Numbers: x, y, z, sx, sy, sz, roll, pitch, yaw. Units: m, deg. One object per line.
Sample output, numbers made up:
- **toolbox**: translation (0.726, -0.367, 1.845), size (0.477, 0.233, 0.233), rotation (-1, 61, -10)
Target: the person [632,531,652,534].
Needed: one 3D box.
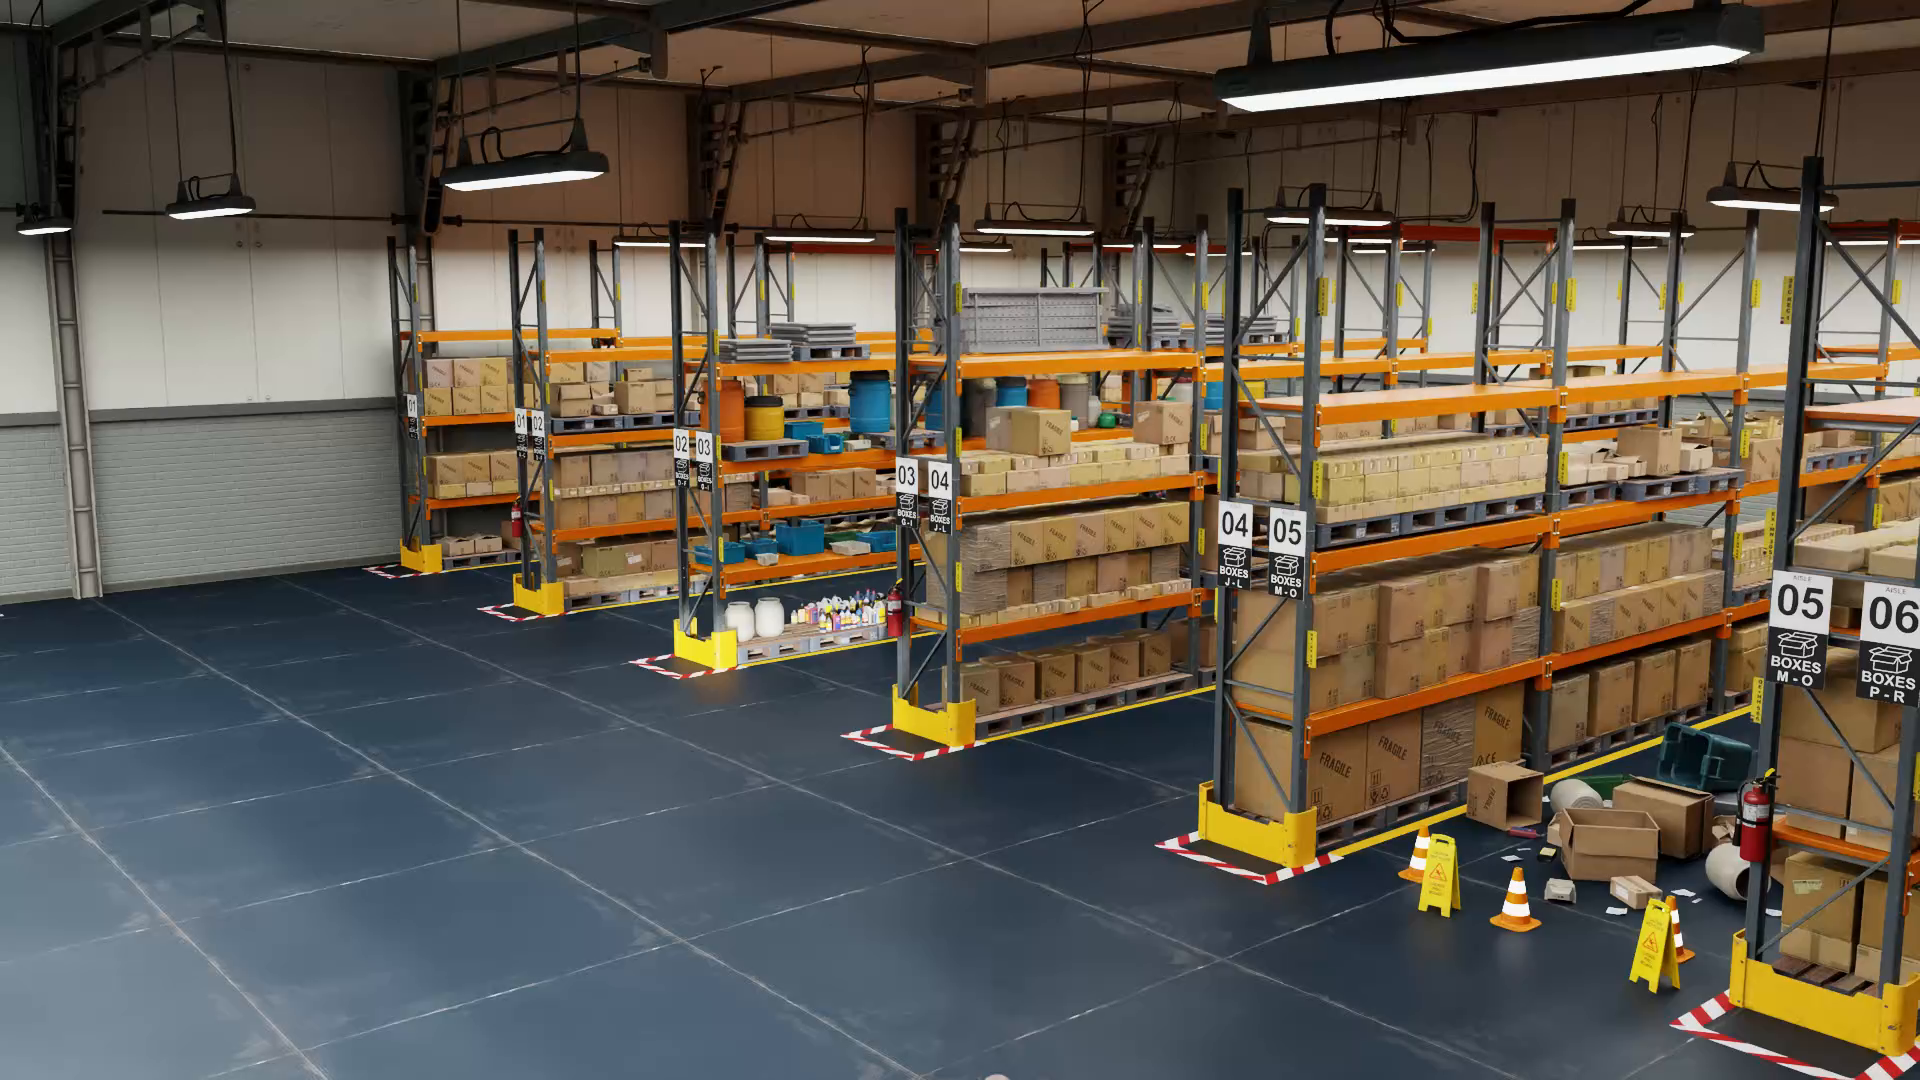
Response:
- **person**: translation (-5.563, -0.203, 29.401), size (0.682, 1.753, 0.769), rotation (7, 11, 40)
